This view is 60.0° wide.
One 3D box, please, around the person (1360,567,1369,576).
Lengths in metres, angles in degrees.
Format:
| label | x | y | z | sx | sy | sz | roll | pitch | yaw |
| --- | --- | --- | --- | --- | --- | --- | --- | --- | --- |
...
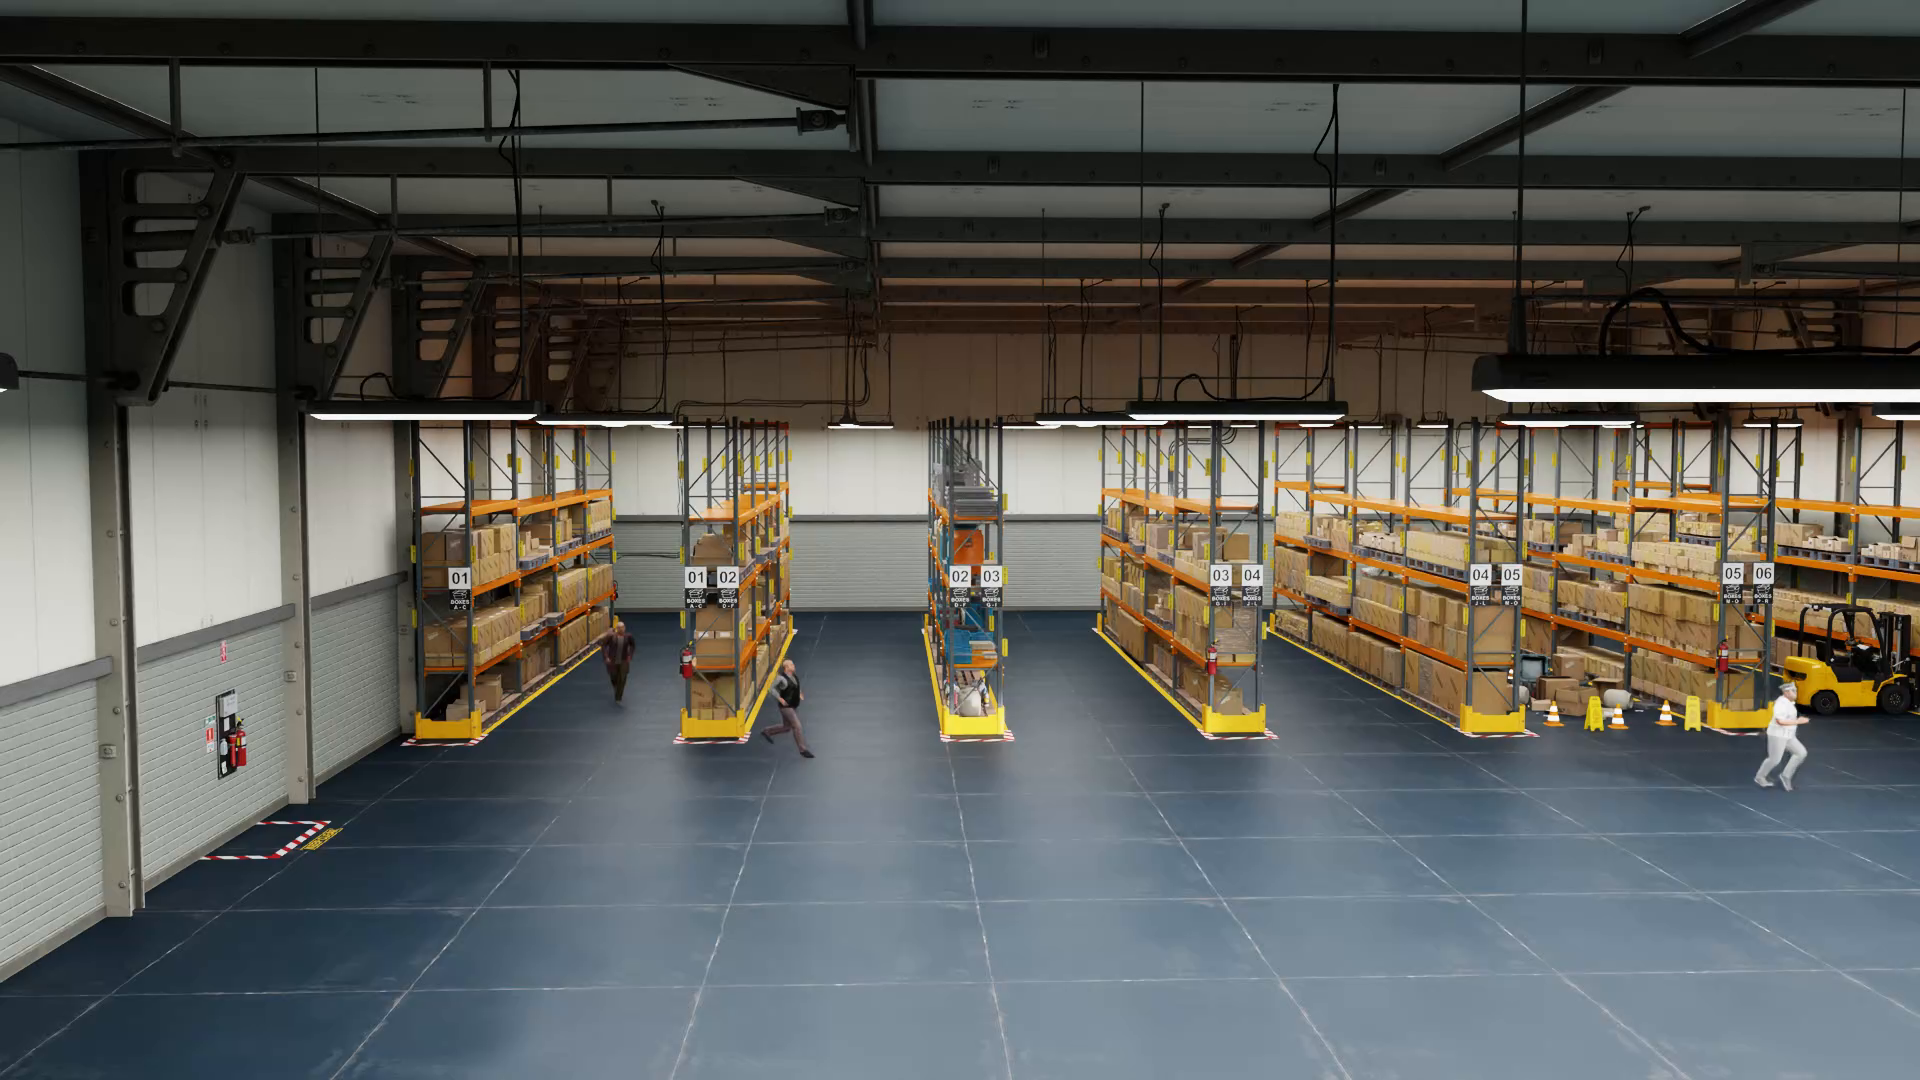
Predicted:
| label | x | y | z | sx | sy | sz | roll | pitch | yaw |
| --- | --- | --- | --- | --- | --- | --- | --- | --- | --- |
| person | 11.965 | 1.672 | 49.049 | 0.769 | 1.739 | 0.683 | 0 | 4 | 1 |

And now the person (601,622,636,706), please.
| label | x | y | z | sx | sy | sz | roll | pitch | yaw |
| --- | --- | --- | --- | --- | --- | --- | --- | --- | --- |
| person | -7.197 | 2.587 | 35.070 | 0.718 | 1.759 | 0.938 | -1 | 4 | -16 |

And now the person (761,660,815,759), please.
| label | x | y | z | sx | sy | sz | roll | pitch | yaw |
| --- | --- | --- | --- | --- | --- | --- | --- | --- | --- |
| person | -3.042 | 2.964 | 29.364 | 1.114 | 1.723 | 0.628 | 1 | 4 | 19 |

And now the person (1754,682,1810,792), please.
| label | x | y | z | sx | sy | sz | roll | pitch | yaw |
| --- | --- | --- | --- | --- | --- | --- | --- | --- | --- |
| person | 13.079 | 3.120 | 26.436 | 0.692 | 1.785 | 0.837 | -3 | 5 | -42 |
